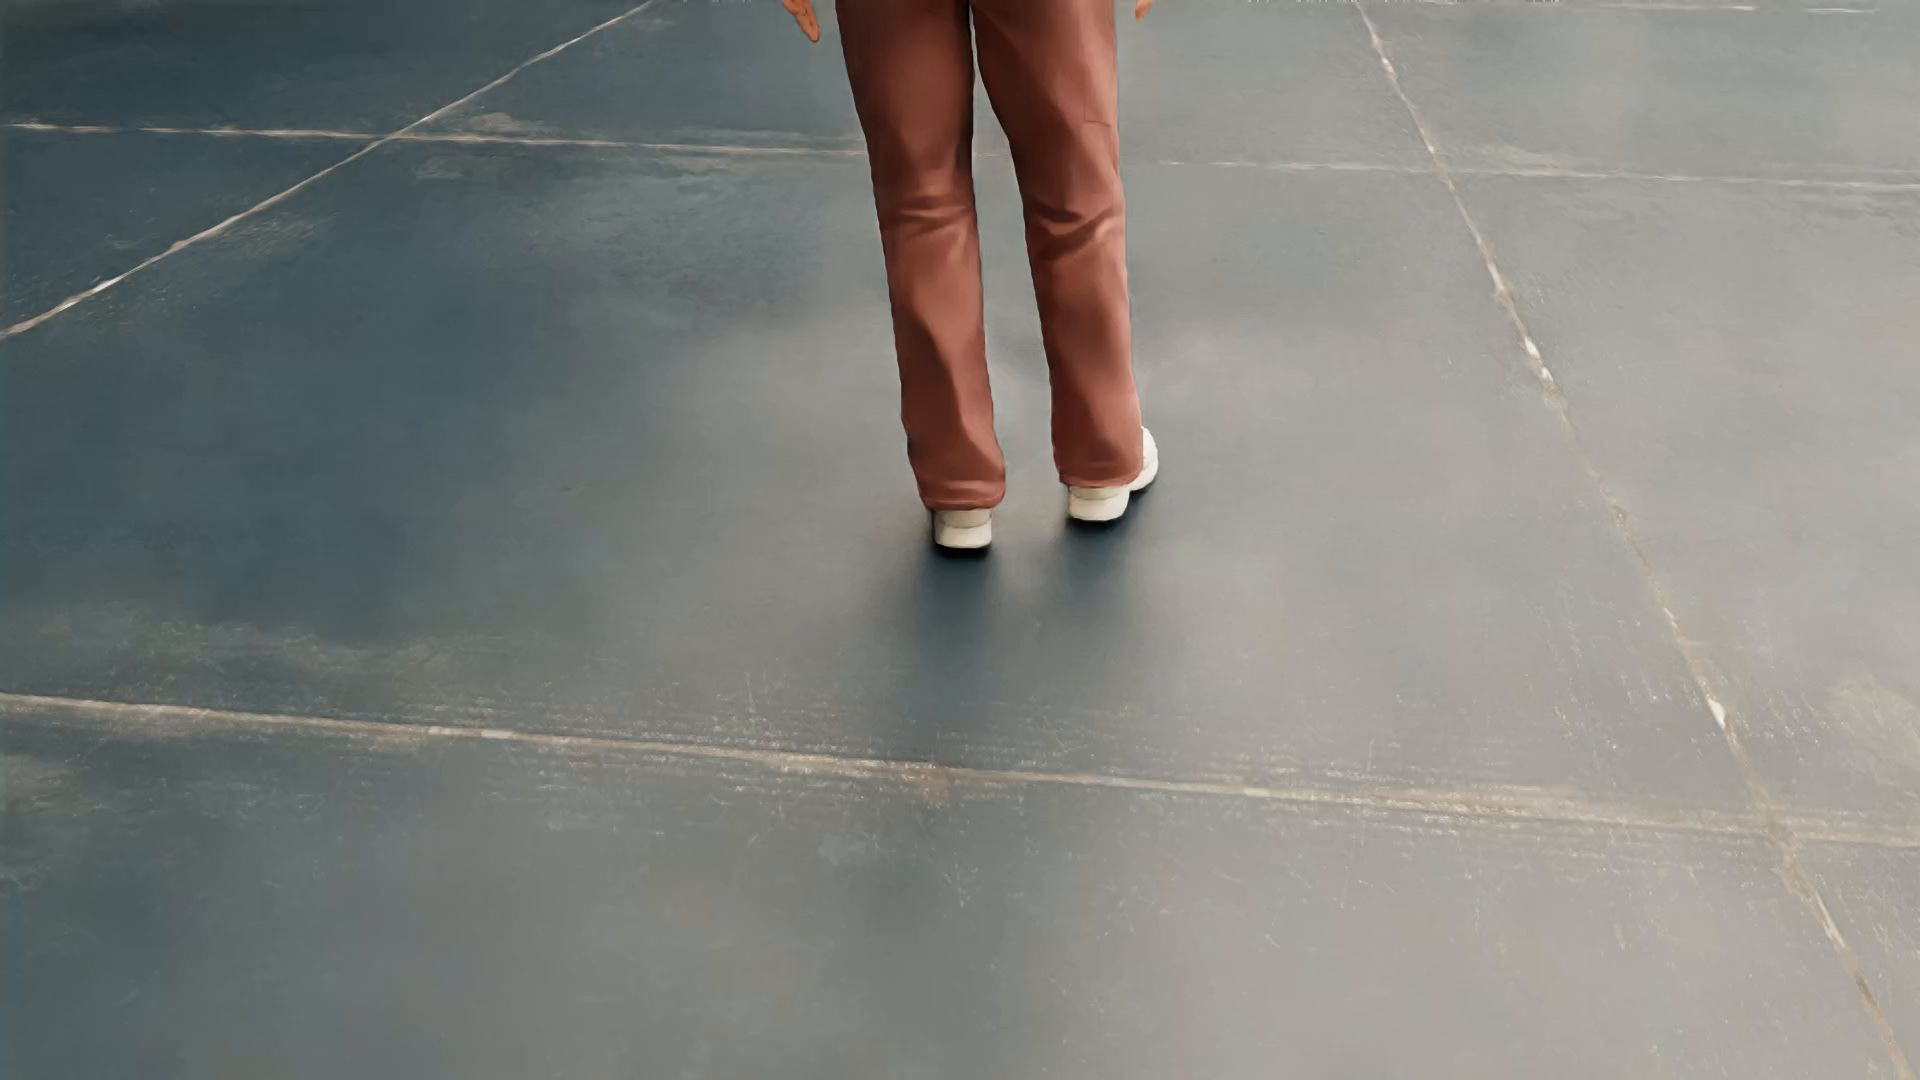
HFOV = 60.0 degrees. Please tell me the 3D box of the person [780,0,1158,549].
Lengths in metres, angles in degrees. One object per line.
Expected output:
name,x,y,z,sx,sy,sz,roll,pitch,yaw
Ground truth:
person,0.021,-0.788,2.187,0.554,1.674,0.548,3,27,7
